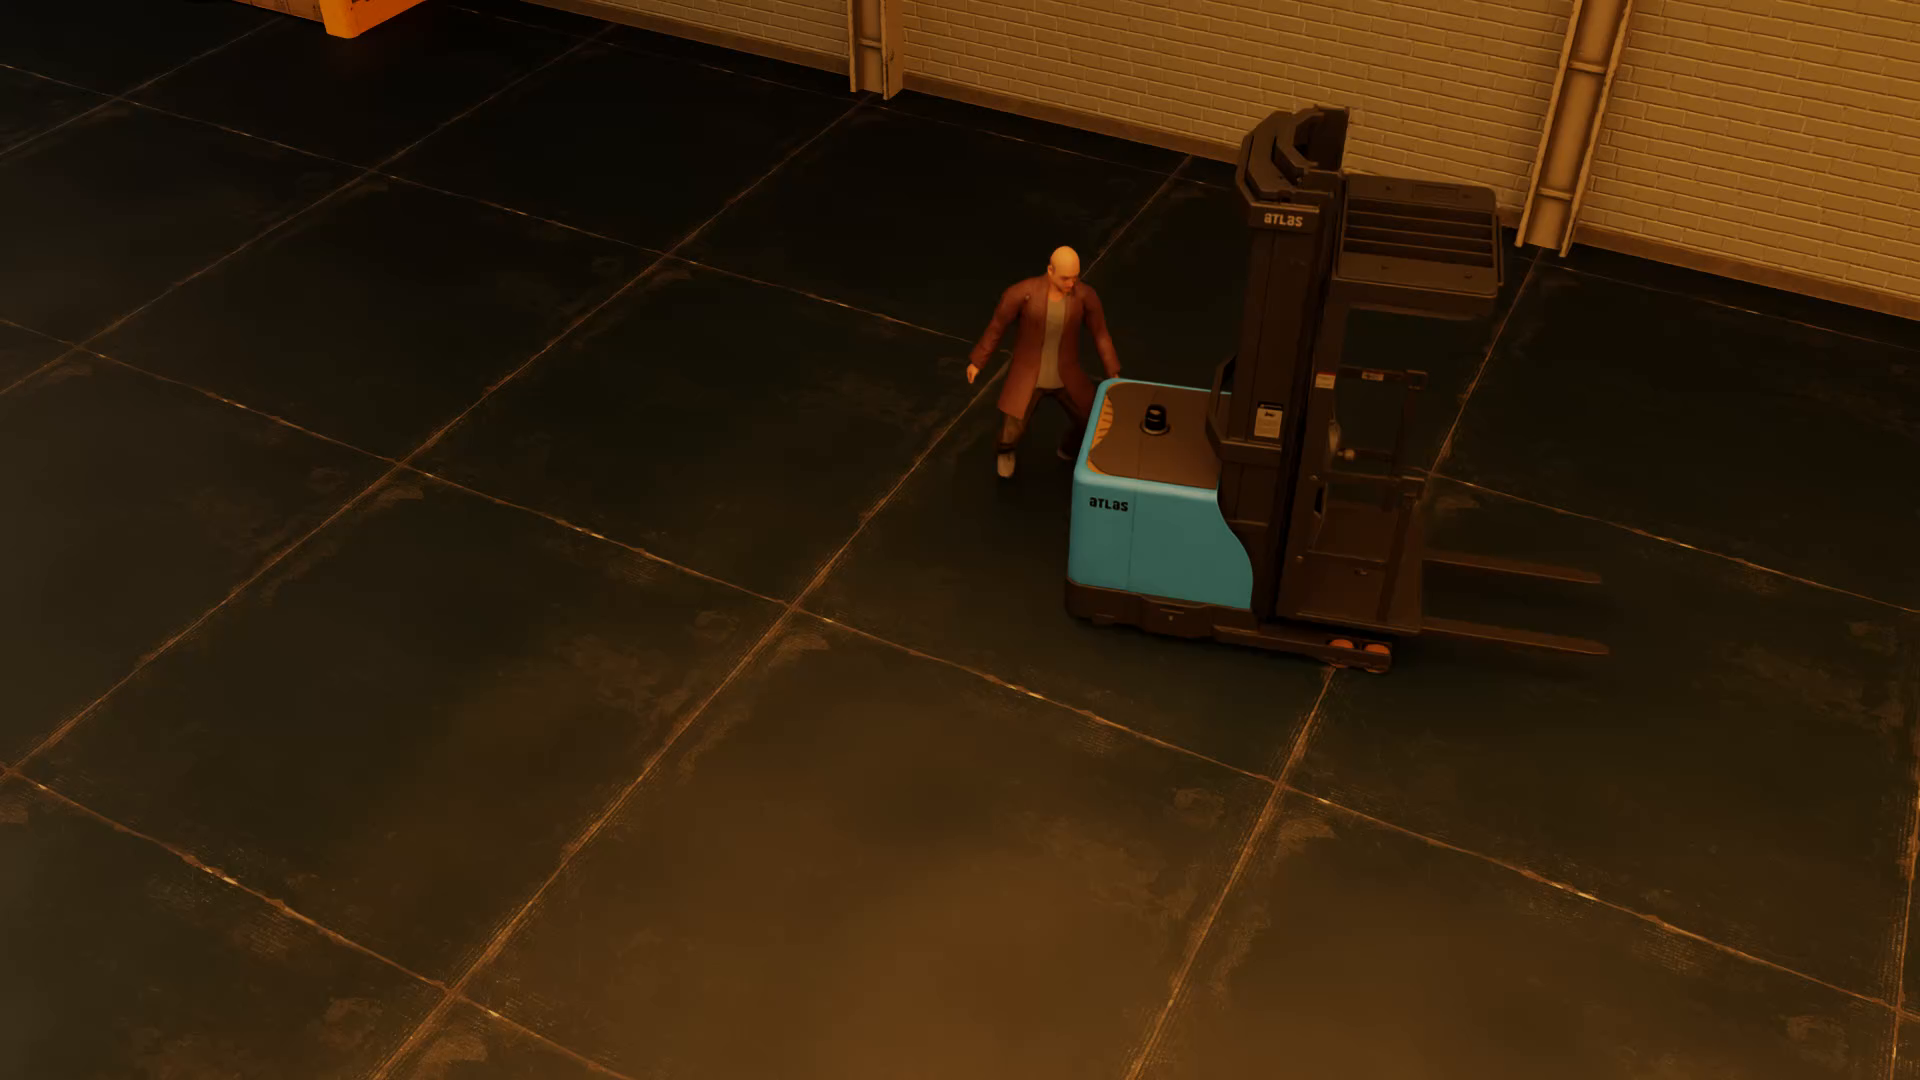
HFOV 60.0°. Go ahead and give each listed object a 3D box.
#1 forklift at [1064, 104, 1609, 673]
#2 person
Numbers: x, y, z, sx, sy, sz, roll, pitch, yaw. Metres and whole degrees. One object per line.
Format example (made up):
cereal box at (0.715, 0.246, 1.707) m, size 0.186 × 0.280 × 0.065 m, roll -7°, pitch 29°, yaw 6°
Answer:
forklift at (2.178, -0.749, 8.875) m, size 3.031 × 2.935 × 1.130 m, roll 8°, pitch 41°, yaw 10°
person at (0.521, -1.035, 10.201) m, size 0.950 × 1.681 × 0.558 m, roll -3°, pitch 40°, yaw -3°
